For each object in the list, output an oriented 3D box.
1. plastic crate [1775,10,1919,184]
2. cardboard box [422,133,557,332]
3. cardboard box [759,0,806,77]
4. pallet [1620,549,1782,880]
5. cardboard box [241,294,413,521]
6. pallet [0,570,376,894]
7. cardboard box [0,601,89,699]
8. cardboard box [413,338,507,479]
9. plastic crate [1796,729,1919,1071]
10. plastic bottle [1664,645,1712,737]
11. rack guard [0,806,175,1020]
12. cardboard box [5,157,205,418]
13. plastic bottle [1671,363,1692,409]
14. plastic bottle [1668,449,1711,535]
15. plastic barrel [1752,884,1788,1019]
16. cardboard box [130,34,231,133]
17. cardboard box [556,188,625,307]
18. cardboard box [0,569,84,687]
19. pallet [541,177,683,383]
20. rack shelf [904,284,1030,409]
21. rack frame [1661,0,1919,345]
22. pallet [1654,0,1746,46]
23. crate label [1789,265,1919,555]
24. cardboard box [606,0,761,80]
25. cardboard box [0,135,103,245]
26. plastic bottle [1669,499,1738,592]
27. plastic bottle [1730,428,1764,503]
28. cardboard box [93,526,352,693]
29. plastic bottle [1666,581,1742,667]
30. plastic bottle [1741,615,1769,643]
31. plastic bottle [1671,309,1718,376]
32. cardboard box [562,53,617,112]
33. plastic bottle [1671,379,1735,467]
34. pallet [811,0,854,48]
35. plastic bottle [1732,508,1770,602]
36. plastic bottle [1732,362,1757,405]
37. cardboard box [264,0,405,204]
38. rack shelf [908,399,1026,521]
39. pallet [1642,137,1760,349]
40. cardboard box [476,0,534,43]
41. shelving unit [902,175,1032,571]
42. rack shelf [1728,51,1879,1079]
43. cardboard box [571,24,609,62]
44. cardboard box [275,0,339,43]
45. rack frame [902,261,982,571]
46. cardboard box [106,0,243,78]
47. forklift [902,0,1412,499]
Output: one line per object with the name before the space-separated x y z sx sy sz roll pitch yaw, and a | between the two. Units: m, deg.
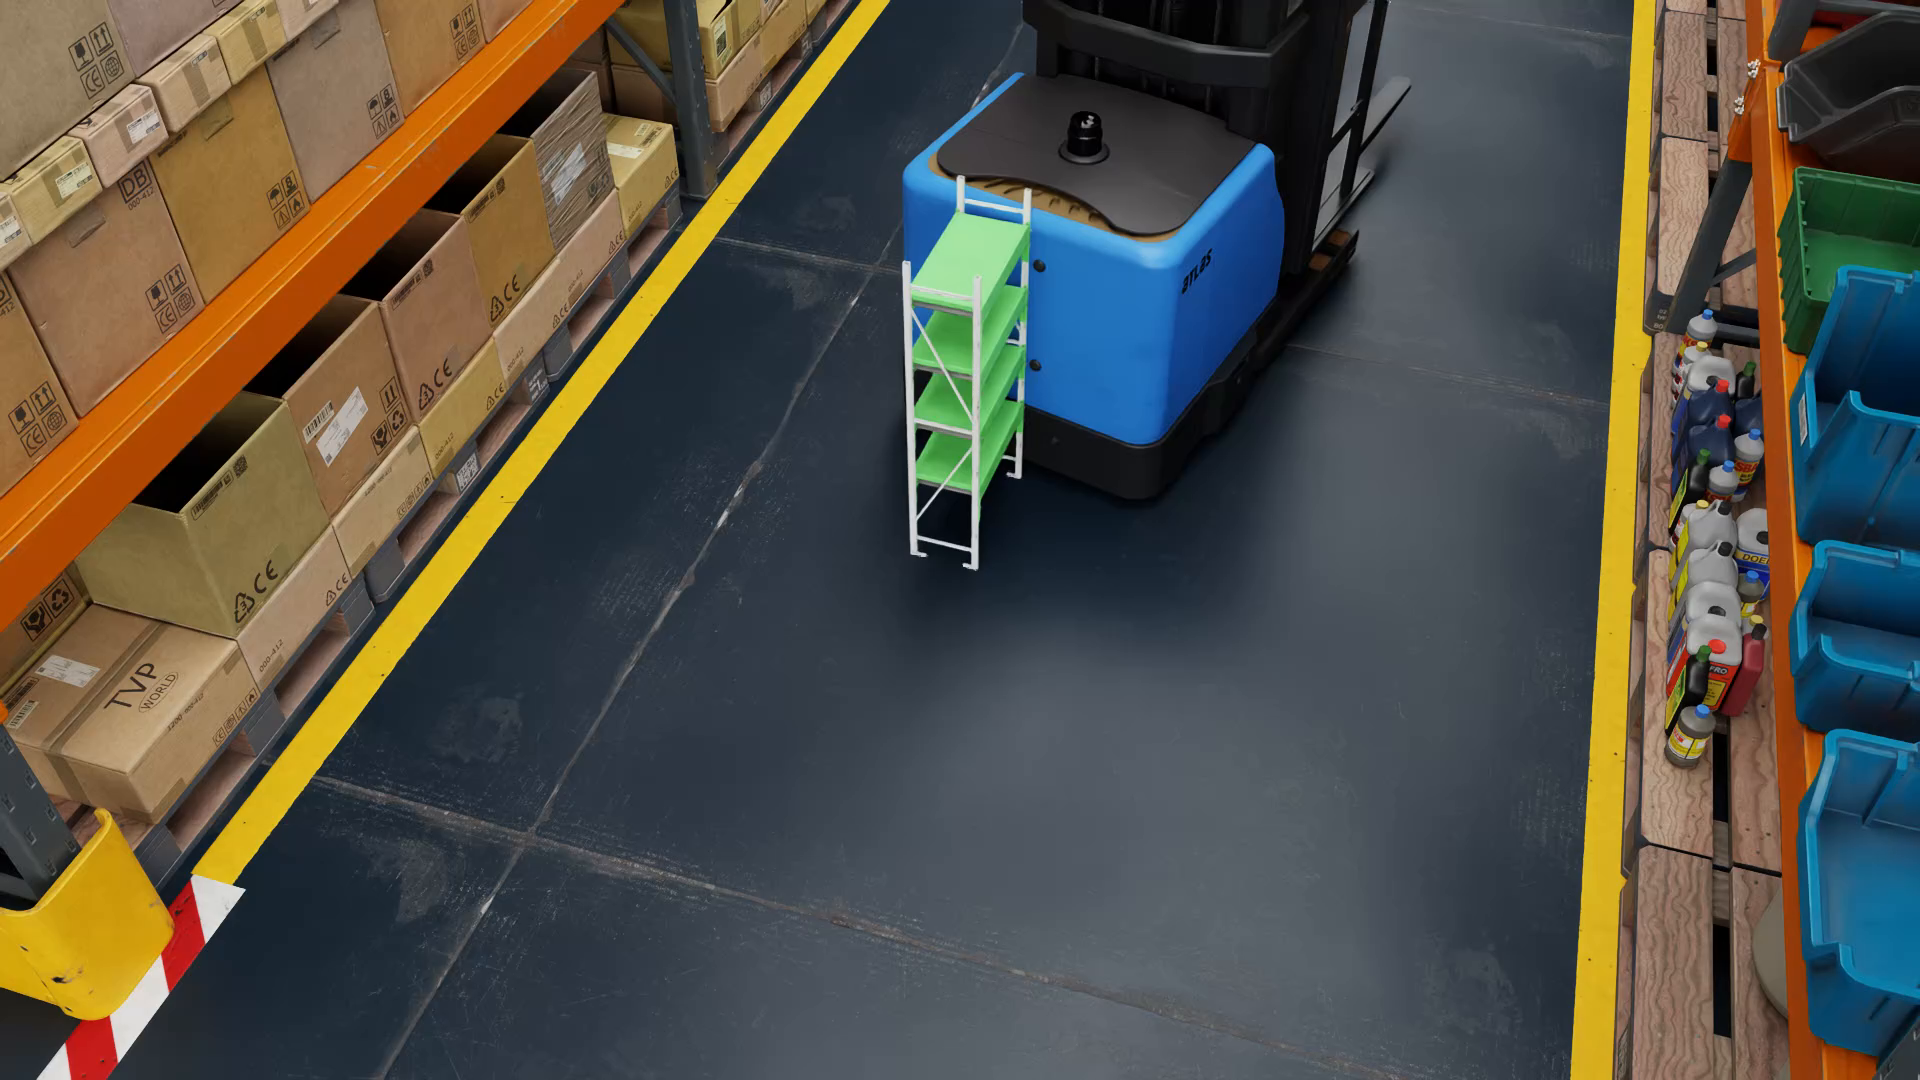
plastic crate | 2.878 -1.302 4.980 0.767 0.338 0.504 13 46 13
cardboard box | -1.805 -1.113 5.872 0.500 0.500 0.500 13 46 13
cardboard box | -1.048 -2.422 7.746 0.500 0.250 0.500 14 46 14
pallet | 2.547 0.605 4.981 1.003 0.211 1.213 13 46 13
cardboard box | -2.110 -0.447 5.192 0.500 0.500 0.500 13 46 13
pallet | -2.582 0.446 5.143 1.003 0.211 1.213 13 46 13
cardboard box | -2.893 0.381 4.882 0.500 0.250 0.500 13 46 13
cardboard box | -1.943 -0.509 5.791 0.500 0.250 0.500 13 46 13
plastic crate | 1.812 0.676 3.021 0.499 0.251 0.616 13 46 13
plastic bottle | 2.102 0.435 4.789 0.061 0.283 0.133 14 46 13
rack guard | -2.781 0.878 4.495 1.175 0.500 0.348 13 46 13
cardboard box | -2.466 -0.727 4.277 0.700 0.500 0.500 14 46 14
plastic bottle | 2.581 -0.548 5.852 0.097 0.201 0.097 0 44 0
plastic bottle | 2.371 -0.155 5.392 0.061 0.283 0.133 14 46 14
plastic barrel | 2.224 0.970 4.092 0.421 0.512 0.421 0 44 0
cardboard box | -2.138 -1.204 4.300 0.380 0.149 0.250 11 45 11
cardboard box | -1.655 -1.179 6.475 0.500 0.250 0.500 13 46 13
cardboard box | -2.895 0.113 4.620 0.500 0.500 0.500 13 46 13
pallet | -1.843 -1.180 6.805 1.003 0.211 1.213 13 46 13
rack shelf | 0.027 -0.644 5.298 0.258 0.148 0.480 14 46 13
rack frame | 3.157 -1.646 5.288 1.000 3.000 0.127 13 46 13
pallet | 4.097 -2.808 8.468 1.003 0.211 1.213 13 46 13
crate label | 2.246 -0.277 3.863 0.502 0.435 0.616 13 46 13
cardboard box | -1.200 -2.288 7.209 0.500 0.311 0.500 13 46 13
cardboard box | -2.295 -0.858 3.946 0.380 0.149 0.250 13 46 13
plastic bottle | 2.332 0.003 5.182 0.144 0.351 0.185 12 46 12
plastic bottle | 2.589 -0.256 5.503 0.097 0.271 0.097 0 44 0
cardboard box | -2.251 0.157 5.111 0.500 0.250 0.500 13 46 13
plastic bottle | 2.229 0.265 4.968 0.152 0.276 0.135 11 46 11
plastic bottle | 2.353 0.305 4.980 0.097 0.201 0.097 0 44 0
plastic bottle | 2.643 -0.709 5.966 0.097 0.271 0.097 0 44 0
cardboard box | -1.713 -2.203 7.522 0.500 0.250 0.500 12 46 12
plastic bottle | 2.517 -0.407 5.600 0.144 0.351 0.185 14 46 14
pallet | -1.009 -3.016 8.682 1.003 0.211 1.213 13 46 13
plastic bottle | 2.480 0.044 5.193 0.152 0.276 0.135 13 46 13
plastic bottle | 2.673 -0.470 5.713 0.061 0.283 0.133 13 46 13
cardboard box | -2.154 -1.408 4.973 0.700 0.500 0.500 14 46 14
rack shelf | 0.027 -0.301 5.634 0.258 0.148 0.480 14 46 13
pallet | 3.358 -1.181 6.806 1.003 0.211 1.213 13 46 13
cardboard box | -1.844 -2.084 5.663 0.700 0.500 0.500 12 46 12
shelving unit | 0.027 -0.518 5.422 0.258 1.200 0.503 14 46 13
rack shelf | 2.552 -0.056 4.177 1.077 0.370 4.000 13 46 13
cardboard box | -1.713 -2.396 7.319 0.500 0.311 0.500 13 46 13
cardboard box | -1.983 -1.540 4.643 0.380 0.149 0.250 13 46 13
rack frame | -0.053 -0.357 5.257 0.240 1.200 0.015 14 46 13
cardboard box | -2.298 -1.563 4.203 0.700 0.500 0.500 13 46 13
forklift | 0.987 -2.204 5.907 1.130 2.935 3.031 23 49 22
